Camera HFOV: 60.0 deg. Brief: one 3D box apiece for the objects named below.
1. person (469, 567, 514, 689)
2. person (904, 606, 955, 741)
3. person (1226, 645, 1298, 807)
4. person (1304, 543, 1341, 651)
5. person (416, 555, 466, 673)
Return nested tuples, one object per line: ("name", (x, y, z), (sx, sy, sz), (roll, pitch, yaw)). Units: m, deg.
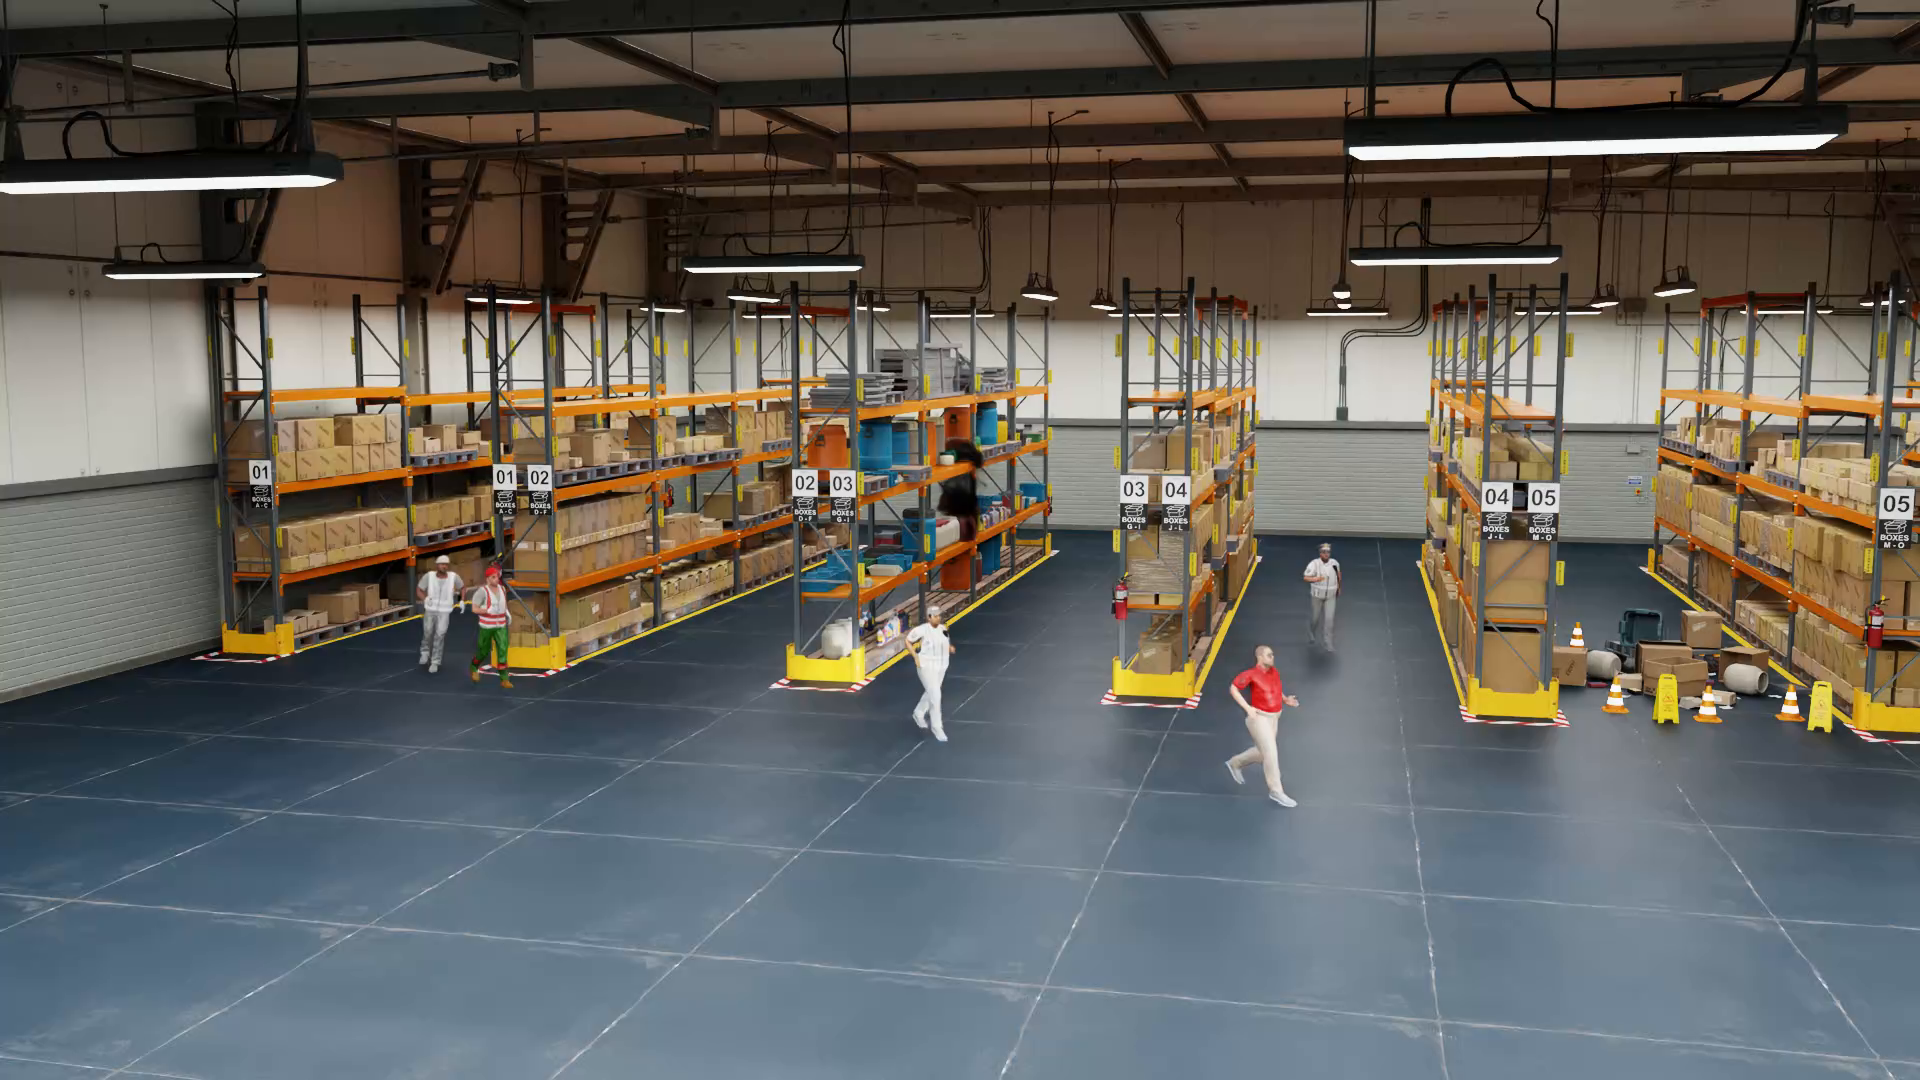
("person", (-6.883, 1.269, 24.455), (1.024, 1.763, 0.690), (6, 9, 44))
("person", (-0.369, 1.704, 21.615), (0.580, 1.721, 0.788), (-6, 9, -44))
("person", (3.364, 2.037, 18.507), (0.942, 1.728, 0.663), (6, 9, 42))
("person", (6.032, 0.913, 27.647), (0.673, 1.754, 0.994), (0, 7, -1))
("person", (-8.123, 1.122, 26.034), (0.752, 1.779, 0.909), (-2, 7, -15))
